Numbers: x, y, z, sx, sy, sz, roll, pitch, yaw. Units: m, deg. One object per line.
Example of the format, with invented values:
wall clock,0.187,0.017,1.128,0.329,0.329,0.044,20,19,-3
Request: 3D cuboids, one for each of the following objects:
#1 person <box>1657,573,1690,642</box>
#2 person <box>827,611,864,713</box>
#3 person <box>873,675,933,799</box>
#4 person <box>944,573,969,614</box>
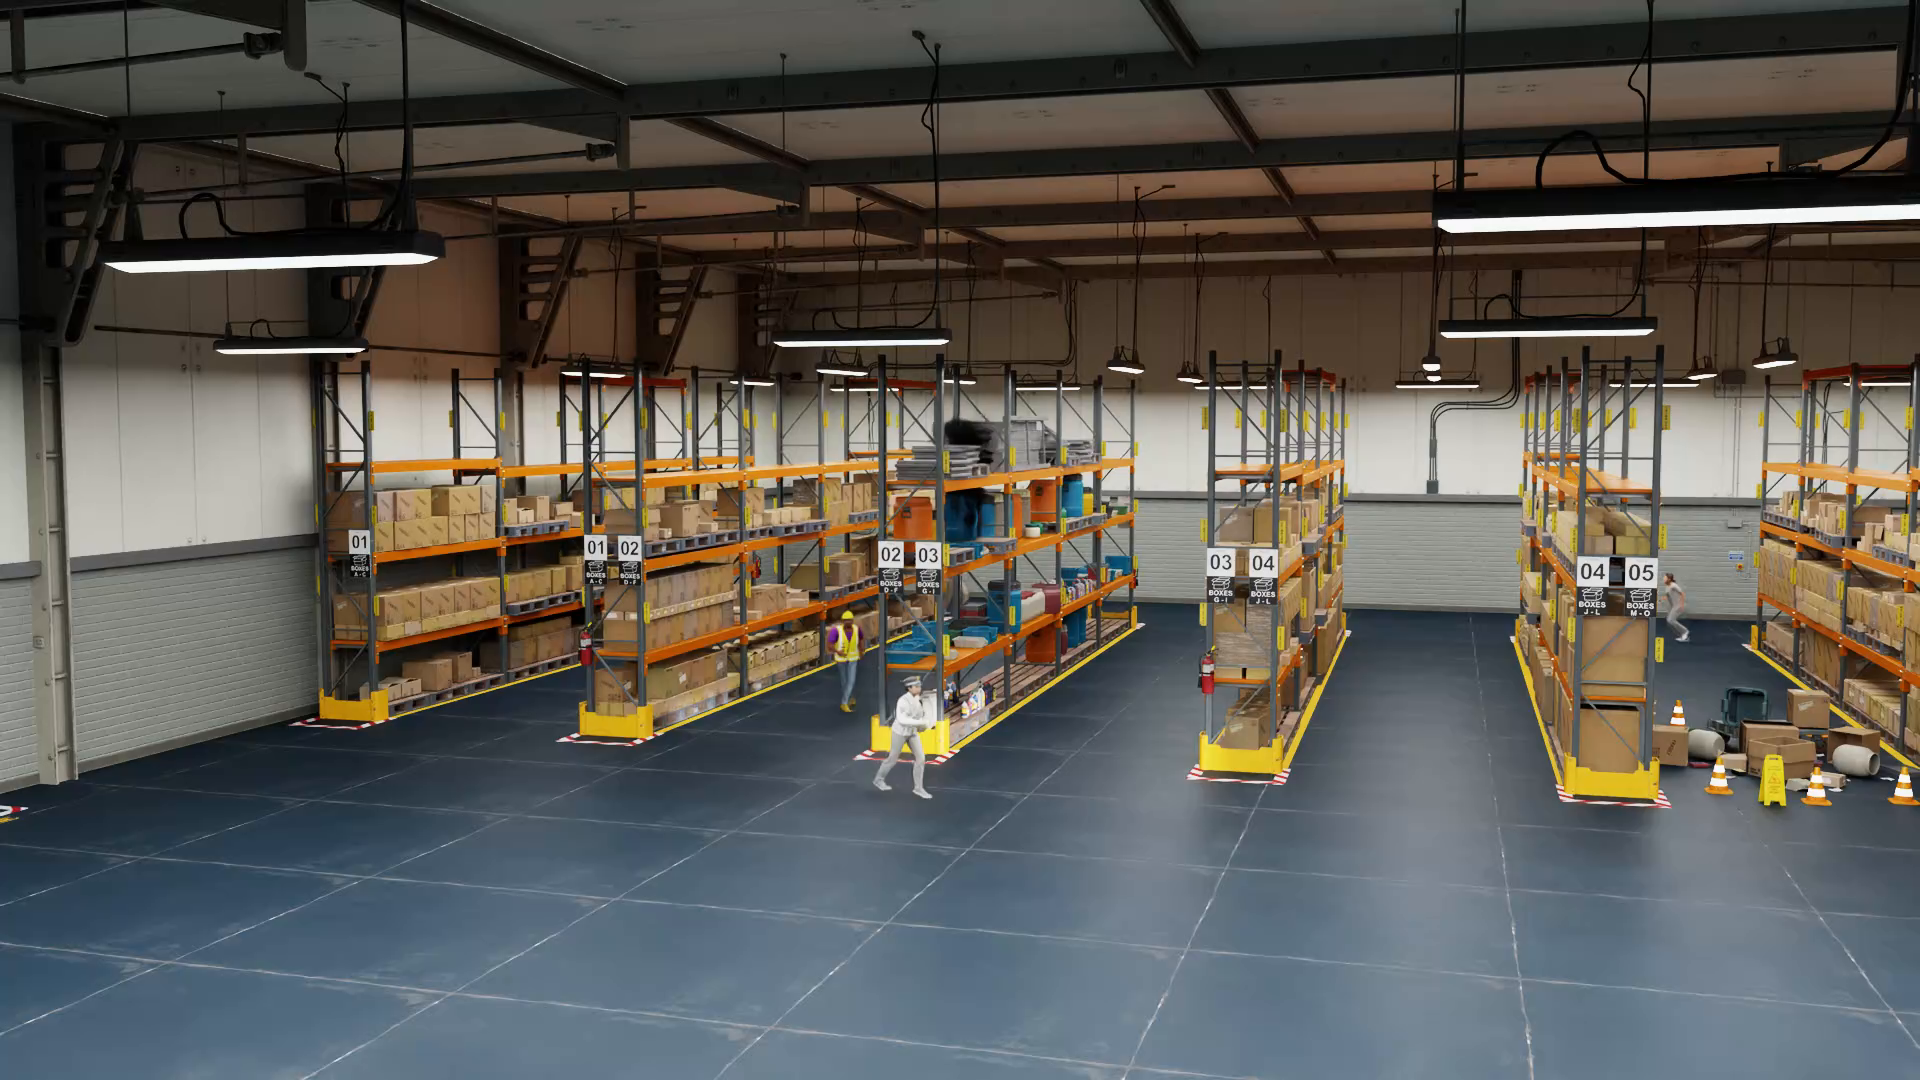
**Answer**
person,16.198,1.527,37.746,0.750,1.560,0.561,0,4,3
person,-1.980,2.073,28.757,0.672,1.737,0.845,-1,4,-9
person,-0.741,2.597,22.145,0.935,1.659,0.559,3,5,38
person,-0.135,1.115,42.549,0.668,1.770,0.882,-4,6,-44
